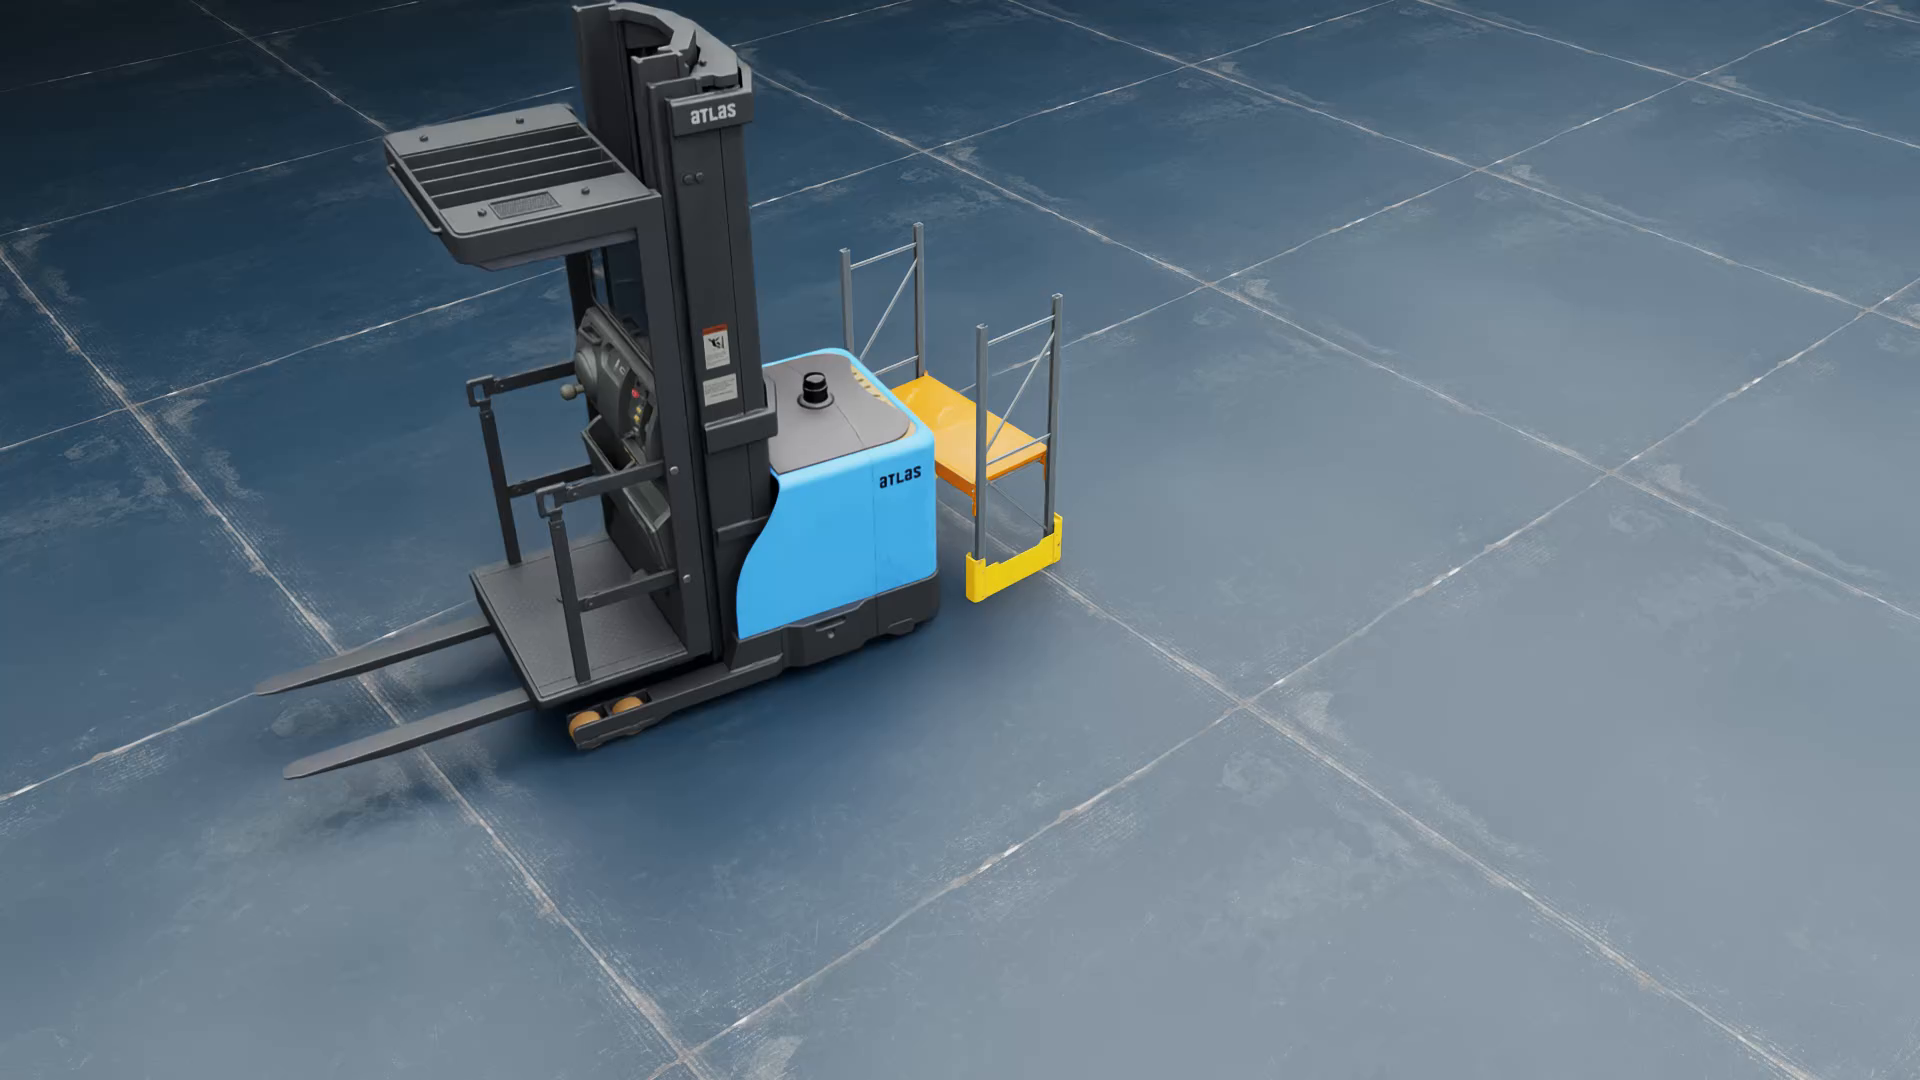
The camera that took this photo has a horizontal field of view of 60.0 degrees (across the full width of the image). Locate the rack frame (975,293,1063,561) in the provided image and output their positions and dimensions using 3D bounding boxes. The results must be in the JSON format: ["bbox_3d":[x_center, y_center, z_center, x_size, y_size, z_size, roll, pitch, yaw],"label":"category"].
[{"bbox_3d":[0.273,-0.425,7.954,0.500,1.500,0.032,-26,43,-32],"label":"rack frame"}]

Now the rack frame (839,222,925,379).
[{"bbox_3d":[-0.383,-0.874,8.588,0.500,1.500,0.032,-26,43,-32],"label":"rack frame"}]

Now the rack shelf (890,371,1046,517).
[{"bbox_3d":[-0.055,-0.503,8.375,0.538,0.185,1.000,-26,43,-32],"label":"rack shelf"}]

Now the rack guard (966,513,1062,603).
[{"bbox_3d":[0.272,0.084,8.316,0.587,0.250,0.087,-26,43,-32],"label":"rack guard"}]

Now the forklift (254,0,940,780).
[{"bbox_3d":[-1.637,-0.623,6.994,3.031,2.935,1.130,-18,39,-24],"label":"forklift"}]

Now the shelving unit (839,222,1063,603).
[{"bbox_3d":[-0.049,-0.646,8.265,0.587,1.500,1.083,-26,43,-32],"label":"shelving unit"}]

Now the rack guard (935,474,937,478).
[{"bbox_3d":[-0.371,-0.356,8.937,0.587,0.250,0.087,-26,43,-32],"label":"rack guard"}]
